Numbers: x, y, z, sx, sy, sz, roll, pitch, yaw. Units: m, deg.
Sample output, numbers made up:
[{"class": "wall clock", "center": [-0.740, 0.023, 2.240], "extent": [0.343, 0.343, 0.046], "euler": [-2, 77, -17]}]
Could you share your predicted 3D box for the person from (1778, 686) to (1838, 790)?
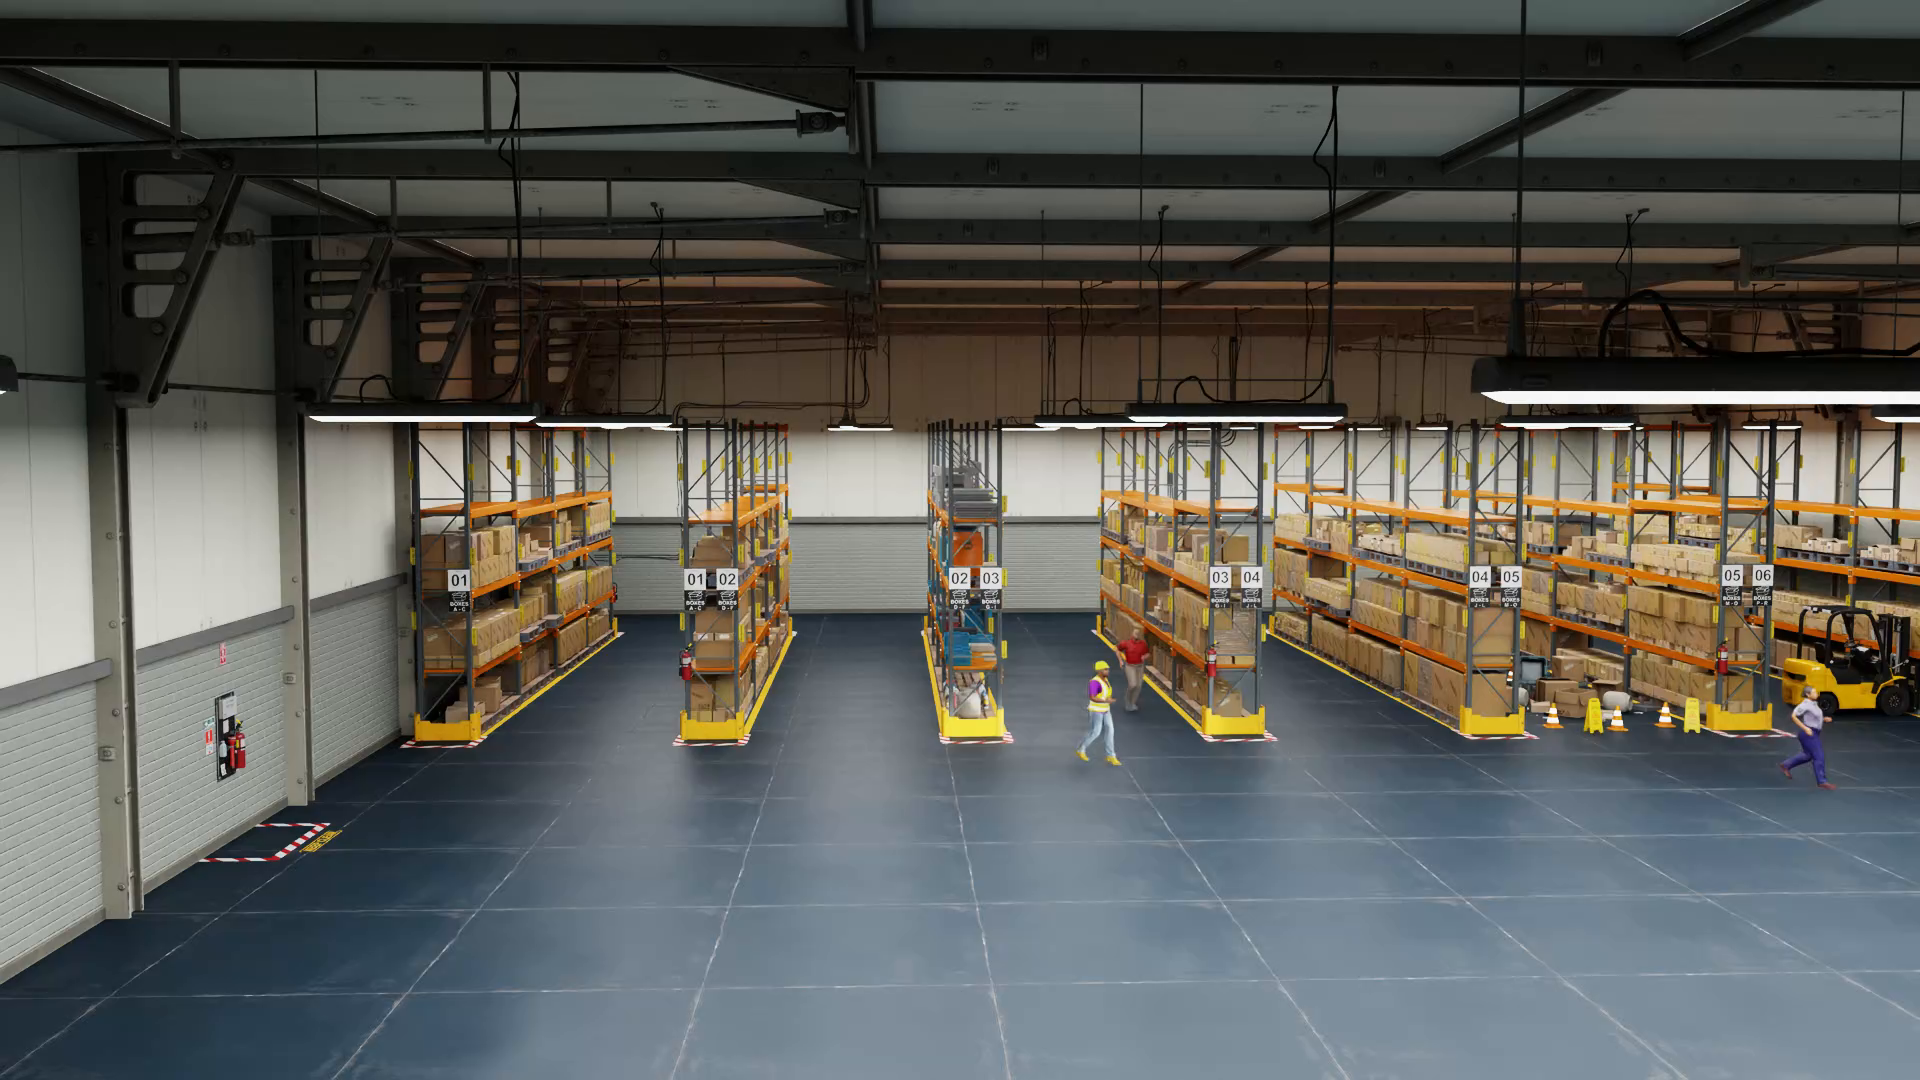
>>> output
[{"class": "person", "center": [13.743, 3.171, 26.916], "extent": [0.899, 1.624, 0.614], "euler": [3, 5, 38]}]

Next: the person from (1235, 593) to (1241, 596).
[{"class": "person", "center": [7.738, 1.876, 46.431], "extent": [0.688, 1.732, 0.566], "euler": [1, 4, 10]}]

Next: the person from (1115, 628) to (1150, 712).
[{"class": "person", "center": [3.607, 2.678, 34.214], "extent": [0.652, 1.717, 0.653], "euler": [-1, 4, -17]}]

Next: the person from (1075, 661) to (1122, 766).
[{"class": "person", "center": [2.404, 2.994, 28.793], "extent": [0.835, 1.814, 0.721], "euler": [2, 4, 29]}]
